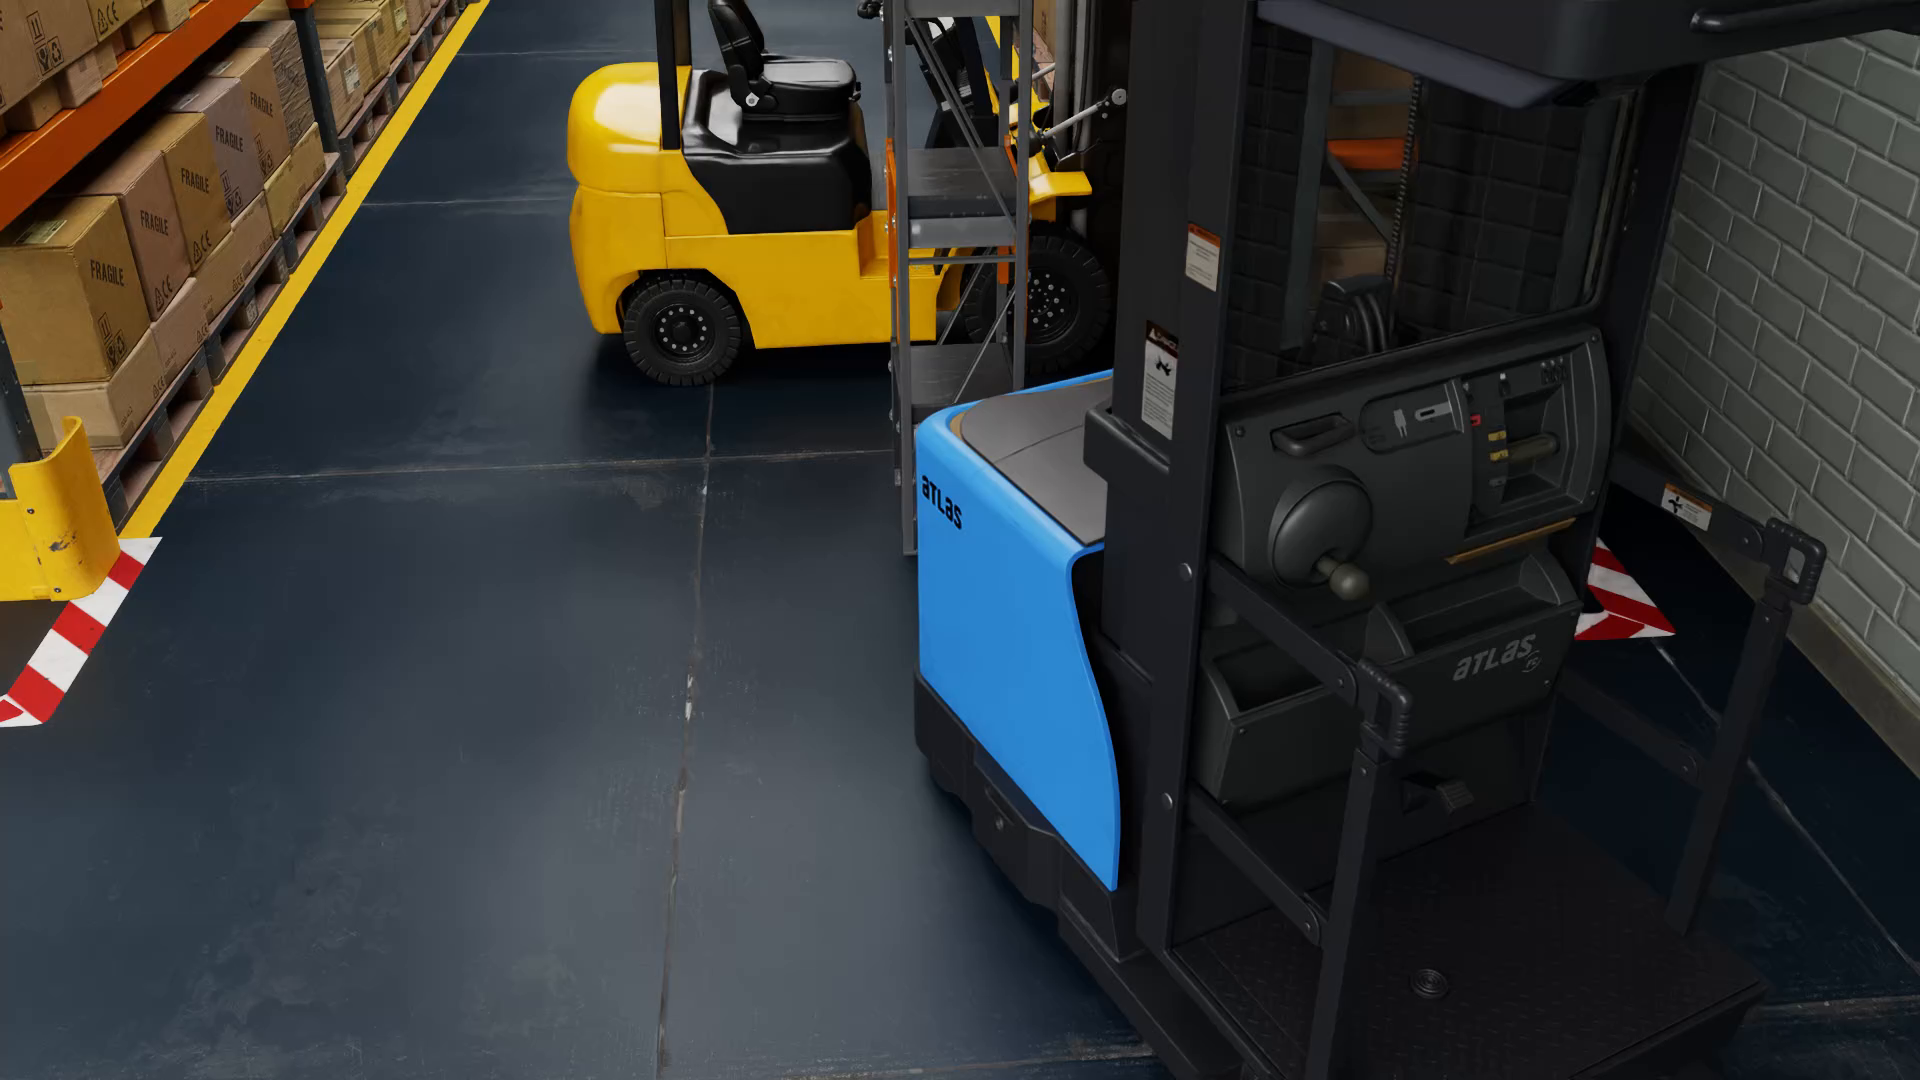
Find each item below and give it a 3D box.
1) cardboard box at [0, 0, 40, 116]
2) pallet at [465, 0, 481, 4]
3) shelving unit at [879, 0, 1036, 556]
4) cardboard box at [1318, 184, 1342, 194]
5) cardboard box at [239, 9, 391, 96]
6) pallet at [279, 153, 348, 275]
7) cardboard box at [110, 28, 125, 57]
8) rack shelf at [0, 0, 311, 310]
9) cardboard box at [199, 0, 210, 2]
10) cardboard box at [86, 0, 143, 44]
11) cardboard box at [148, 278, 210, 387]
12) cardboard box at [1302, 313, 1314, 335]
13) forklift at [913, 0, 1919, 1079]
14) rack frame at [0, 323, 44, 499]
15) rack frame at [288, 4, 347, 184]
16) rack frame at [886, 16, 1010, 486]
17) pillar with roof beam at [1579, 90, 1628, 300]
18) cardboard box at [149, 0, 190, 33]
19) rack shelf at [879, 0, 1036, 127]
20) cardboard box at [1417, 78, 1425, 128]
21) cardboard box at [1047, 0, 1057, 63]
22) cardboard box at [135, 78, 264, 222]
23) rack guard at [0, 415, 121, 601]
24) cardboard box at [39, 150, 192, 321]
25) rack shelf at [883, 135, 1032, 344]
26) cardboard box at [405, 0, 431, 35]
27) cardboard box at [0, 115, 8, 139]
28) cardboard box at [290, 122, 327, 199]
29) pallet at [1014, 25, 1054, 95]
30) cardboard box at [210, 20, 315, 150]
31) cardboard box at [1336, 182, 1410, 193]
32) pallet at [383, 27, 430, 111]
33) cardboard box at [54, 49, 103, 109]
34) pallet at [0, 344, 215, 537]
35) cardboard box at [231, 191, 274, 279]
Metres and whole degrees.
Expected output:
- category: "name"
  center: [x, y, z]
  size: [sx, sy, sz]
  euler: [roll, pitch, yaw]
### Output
- category: "cardboard box"
  center: [-3.194, -1.542, 5.019]
  size: [0.500, 0.500, 0.500]
  euler: [-3, 31, -5]
- category: "pallet"
  center: [-4.172, -4.410, 12.927]
  size: [1.003, 0.211, 1.213]
  euler: [-3, 31, -5]
- category: "shelving unit"
  center: [-0.015, -0.986, 5.353]
  size: [0.431, 2.100, 0.503]
  euler: [-3, 31, -5]
- category: "cardboard box"
  center: [1.109, -1.266, 6.241]
  size: [0.500, 0.250, 0.500]
  euler: [-2, 31, -4]
- category: "cardboard box"
  center: [-3.922, -2.845, 9.741]
  size: [0.950, 0.372, 0.625]
  euler: [-1, 31, -1]
- category: "pallet"
  center: [-3.702, -1.620, 8.256]
  size: [1.003, 0.211, 1.213]
  euler: [-3, 31, -5]
- category: "cardboard box"
  center: [-3.353, -1.854, 6.173]
  size: [0.380, 0.149, 0.250]
  euler: [-2, 31, -3]
- category: "rack shelf"
  center: [-3.613, -1.828, 6.588]
  size: [1.077, 0.370, 4.000]
  euler: [-3, 31, -5]
- category: "cardboard box"
  center: [-3.368, -2.382, 7.059]
  size: [0.380, 0.149, 0.250]
  euler: [-3, 31, -5]
- category: "cardboard box"
  center: [-3.294, -2.066, 5.897]
  size: [0.500, 0.500, 0.500]
  euler: [-3, 31, -6]
- category: "cardboard box"
  center: [-3.266, -0.802, 6.440]
  size: [0.500, 0.250, 0.500]
  euler: [-2, 31, -3]
- category: "cardboard box"
  center: [1.159, -0.804, 5.955]
  size: [0.500, 0.250, 0.500]
  euler: [-3, 31, -5]
- category: "forklift"
  center: [1.009, -0.105, 3.067]
  size: [1.130, 2.935, 3.031]
  euler: [-15, 34, -24]
- category: "rack frame"
  center: [-3.426, -1.116, 4.694]
  size: [1.000, 3.000, 0.127]
  euler: [-3, 31, -5]
- category: "rack frame"
  center: [-3.800, -3.158, 8.113]
  size: [1.000, 3.000, 0.127]
  euler: [-3, 31, -5]
- category: "rack frame"
  center: [-0.038, -1.111, 5.562]
  size: [0.400, 2.100, 0.015]
  euler: [-3, 31, -5]
- category: "pillar with roof beam"
  center: [-1.938, -4.124, 3.879]
  size: [9.100, 9.000, 0.400]
  euler: [-3, 31, -5]
- category: "cardboard box"
  center: [-3.314, -2.121, 6.621]
  size: [0.380, 0.149, 0.250]
  euler: [-2, 31, -4]
- category: "rack shelf"
  center: [-0.015, -1.575, 5.001]
  size: [0.431, 0.518, 0.480]
  euler: [-3, 31, -5]
- category: "cardboard box"
  center: [1.746, -1.665, 5.515]
  size: [0.500, 0.500, 0.500]
  euler: [-2, 31, -3]
- category: "cardboard box"
  center: [1.017, -3.221, 10.124]
  size: [0.875, 0.625, 0.625]
  euler: [-3, 31, -5]
- category: "cardboard box"
  center: [-3.379, -1.671, 7.163]
  size: [0.500, 0.500, 0.500]
  euler: [-1, 31, -2]
- category: "rack guard"
  center: [-3.433, -0.082, 5.400]
  size: [1.175, 0.500, 0.348]
  euler: [-3, 31, -5]
- category: "cardboard box"
  center: [-3.282, -1.142, 6.277]
  size: [0.500, 0.500, 0.500]
  euler: [-4, 31, -6]
- category: "rack shelf"
  center: [-0.015, -0.974, 5.360]
  size: [0.431, 0.518, 0.480]
  euler: [-3, 31, -5]
- category: "cardboard box"
  center: [-4.054, -3.587, 10.984]
  size: [0.950, 0.372, 0.625]
  euler: [-3, 31, -6]
- category: "cardboard box"
  center: [-3.289, -1.320, 5.280]
  size: [0.380, 0.149, 0.250]
  euler: [-2, 31, -4]
- category: "cardboard box"
  center: [-3.477, -1.869, 8.226]
  size: [0.500, 0.250, 0.500]
  euler: [-1, 31, -2]
- category: "pallet"
  center: [0.917, -3.200, 10.901]
  size: [1.003, 0.211, 1.213]
  euler: [-3, 31, -5]
- category: "cardboard box"
  center: [-3.477, -2.191, 8.034]
  size: [0.500, 0.500, 0.500]
  euler: [-3, 31, -5]
- category: "cardboard box"
  center: [1.609, -1.294, 6.289]
  size: [0.500, 0.250, 0.500]
  euler: [-3, 31, -5]
- category: "pallet"
  center: [-3.991, -2.983, 10.538]
  size: [1.003, 0.211, 1.213]
  euler: [-3, 31, -5]
- category: "cardboard box"
  center: [-3.211, -1.591, 5.733]
  size: [0.380, 0.149, 0.250]
  euler: [-2, 31, -4]
- category: "pallet"
  center: [-3.474, -0.374, 6.171]
  size: [1.003, 0.211, 1.213]
  euler: [-3, 31, -5]
- category: "cardboard box"
  center: [-3.374, -1.338, 7.337]
  size: [0.500, 0.250, 0.500]
  euler: [-2, 31, -4]
